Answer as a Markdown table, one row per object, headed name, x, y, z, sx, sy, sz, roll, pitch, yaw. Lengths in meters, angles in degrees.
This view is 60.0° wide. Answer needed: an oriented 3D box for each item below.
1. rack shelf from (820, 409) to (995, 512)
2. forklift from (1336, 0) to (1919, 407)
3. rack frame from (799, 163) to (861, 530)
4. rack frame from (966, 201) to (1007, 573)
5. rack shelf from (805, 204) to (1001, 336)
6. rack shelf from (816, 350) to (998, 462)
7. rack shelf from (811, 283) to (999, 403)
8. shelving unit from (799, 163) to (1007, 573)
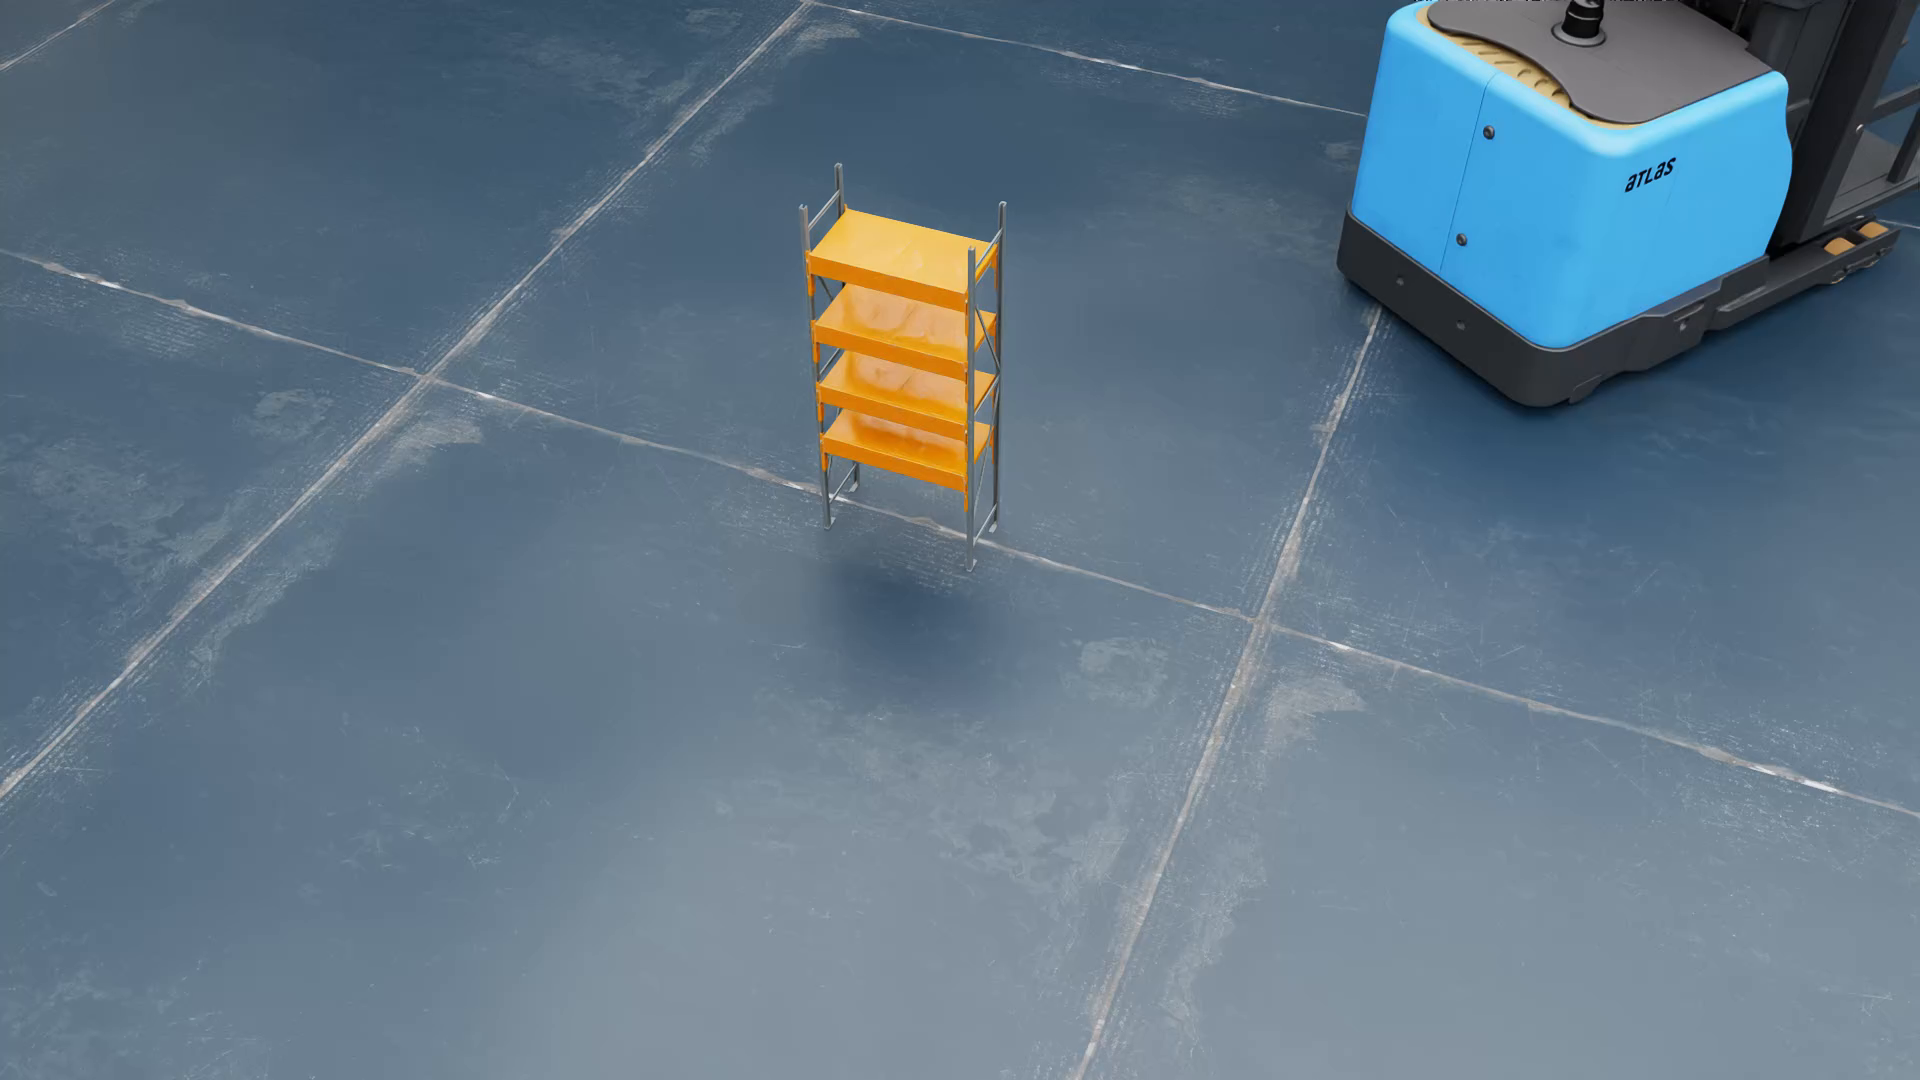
| name | x | y | z | sx | sy | sz | roll | pitch | yaw |
| --- | --- | --- | --- | --- | --- | --- | --- | --- | --- |
| rack shelf | -0.153 | -0.282 | 5.059 | 0.480 | 0.148 | 0.258 | 16 | 47 | 16 |
| forklift | 2.918 | -2.289 | 5.472 | 3.031 | 2.935 | 1.130 | -24 | 50 | -22 |
| rack frame | -0.378 | -0.537 | 4.939 | 0.015 | 1.200 | 0.240 | 16 | 47 | 16 |
| rack frame | 0.072 | -0.404 | 4.805 | 0.015 | 1.200 | 0.240 | 16 | 47 | 16 |
| rack shelf | -0.153 | -0.749 | 4.595 | 0.480 | 0.148 | 0.258 | 16 | 47 | 16 |
| rack shelf | -0.153 | -0.423 | 4.919 | 0.480 | 0.148 | 0.258 | 16 | 47 | 16 |
| rack shelf | -0.153 | -0.581 | 4.762 | 0.480 | 0.148 | 0.258 | 16 | 47 | 16 |
| shelving unit | -0.153 | -0.470 | 4.872 | 0.503 | 1.200 | 0.258 | 16 | 47 | 16 |
